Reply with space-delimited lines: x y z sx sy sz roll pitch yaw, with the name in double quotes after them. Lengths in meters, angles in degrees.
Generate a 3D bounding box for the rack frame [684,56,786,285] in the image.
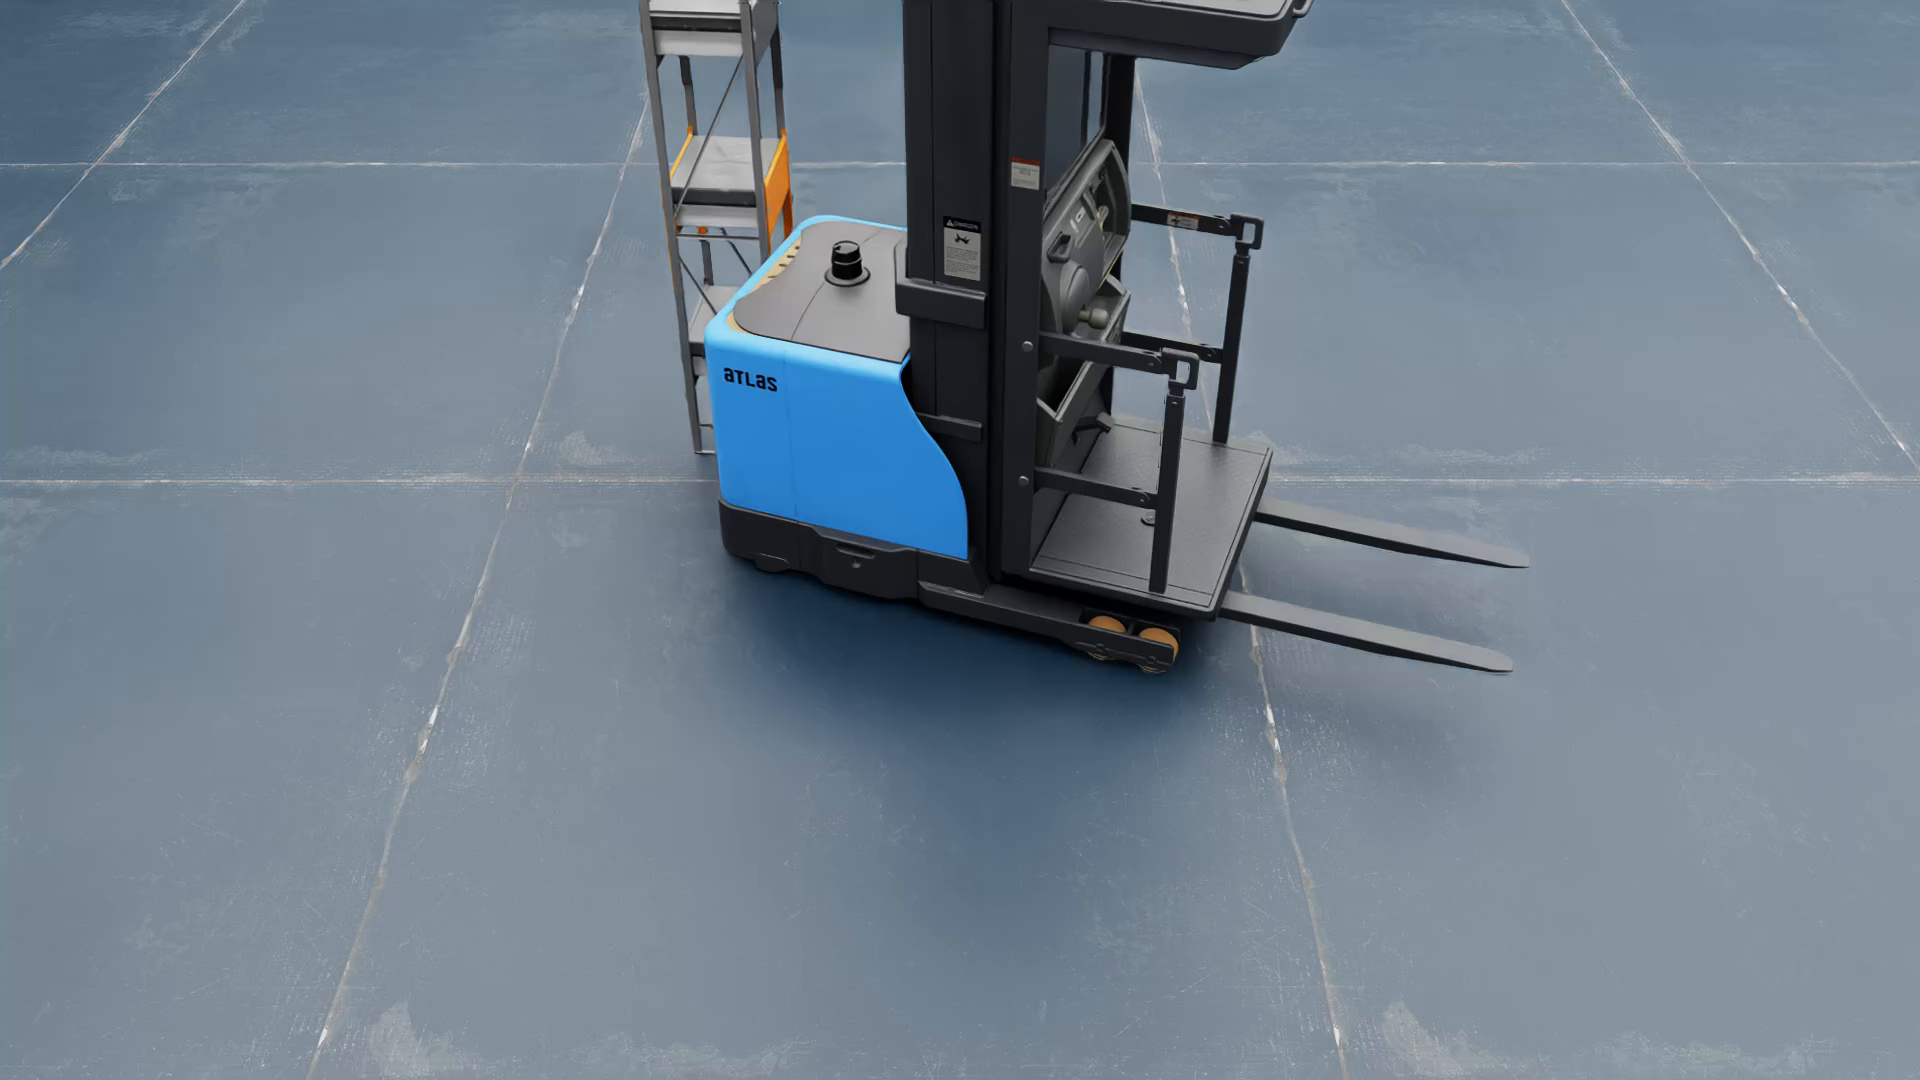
-0.909 -1.490 6.931 0.400 2.100 0.015 3 39 4 "rack frame"

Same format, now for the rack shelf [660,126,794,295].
-0.931 -1.328 6.750 0.431 0.518 0.480 3 39 4 "rack shelf"

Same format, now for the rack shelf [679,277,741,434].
-0.931 -0.782 7.187 0.431 0.518 0.480 3 39 4 "rack shelf"

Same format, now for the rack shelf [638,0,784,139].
-0.931 -1.874 6.312 0.431 0.518 0.480 3 39 4 "rack shelf"

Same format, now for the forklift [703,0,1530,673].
0.626 -1.030 5.692 3.031 2.935 1.130 13 40 16 "forklift"

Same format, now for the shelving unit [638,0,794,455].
-0.931 -1.338 6.741 0.431 2.100 0.503 3 39 4 "shelving unit"

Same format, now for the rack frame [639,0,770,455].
-0.953 -1.187 6.552 0.400 2.100 0.015 3 39 4 "rack frame"
